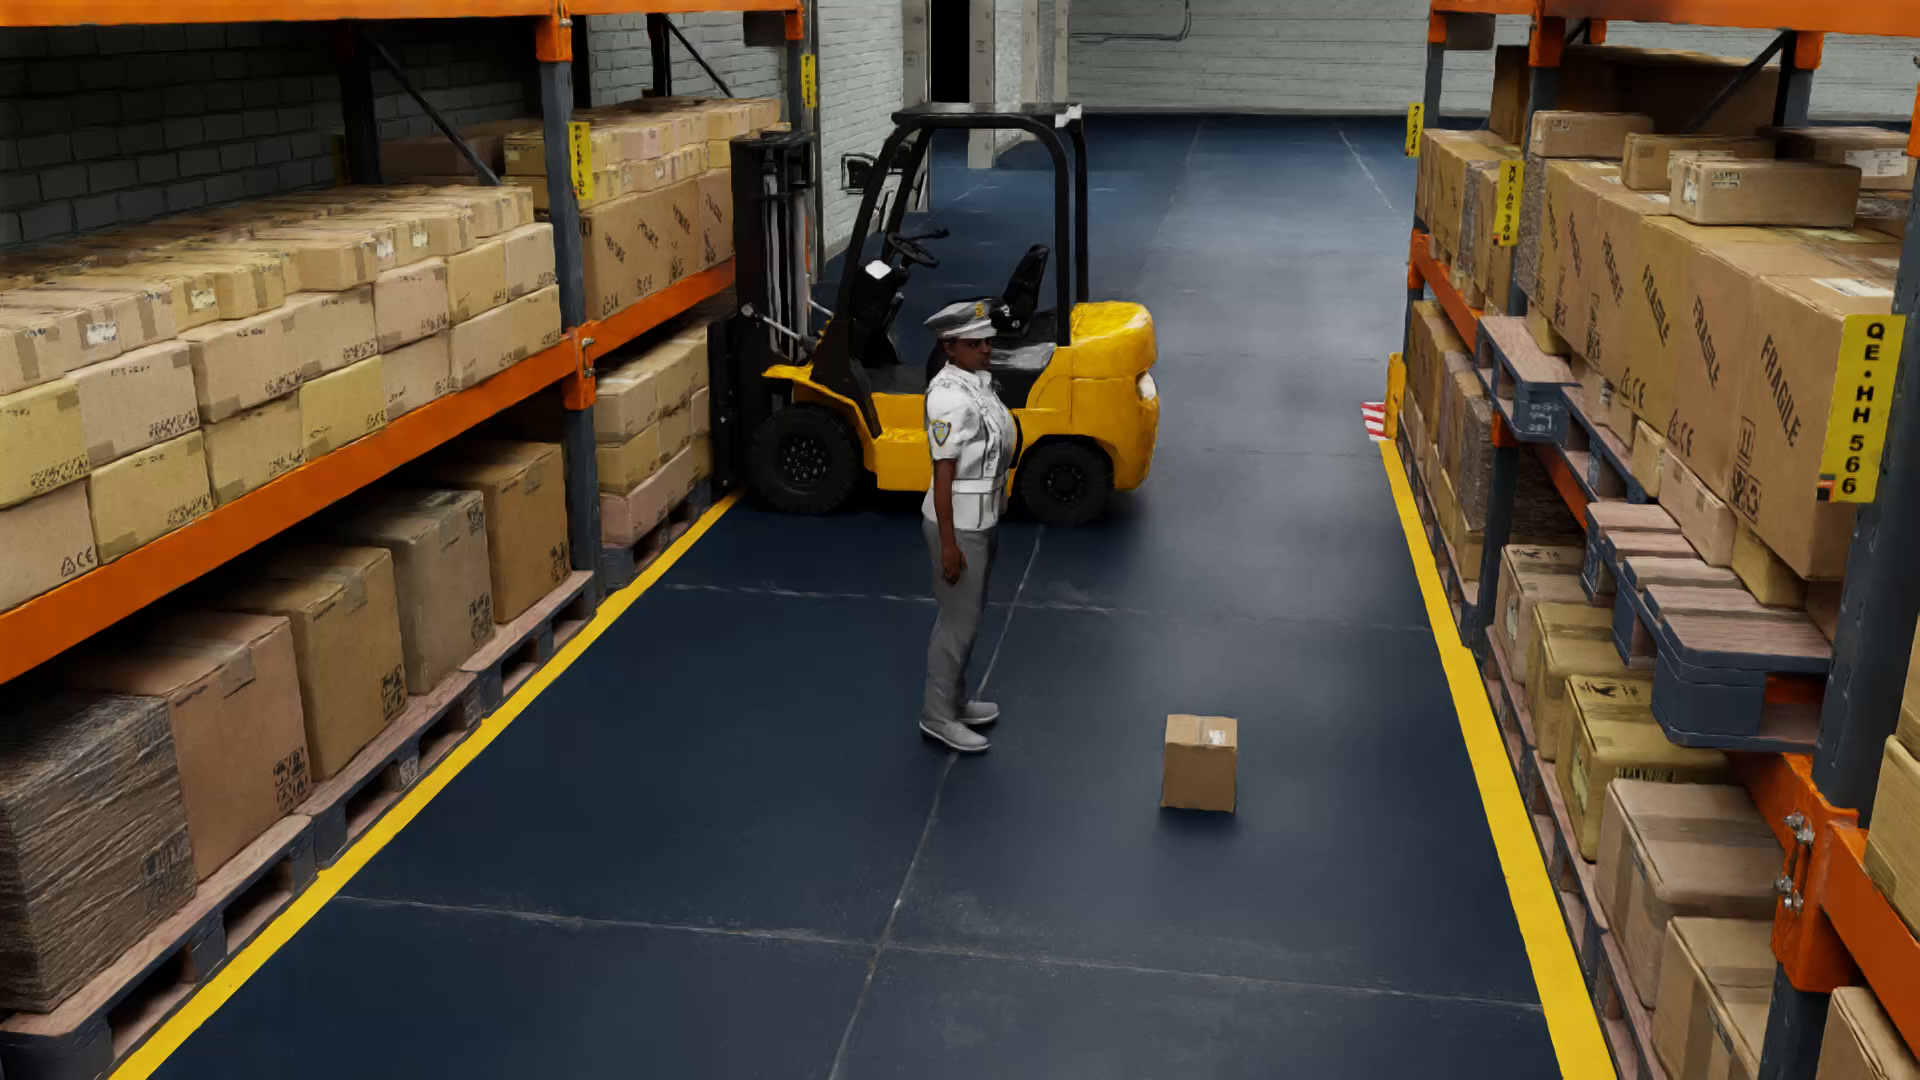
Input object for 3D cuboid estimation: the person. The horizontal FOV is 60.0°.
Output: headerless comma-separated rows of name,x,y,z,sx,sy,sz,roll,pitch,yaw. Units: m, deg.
person,0.030,-0.377,6.079,0.319,1.013,0.563,4,19,13
